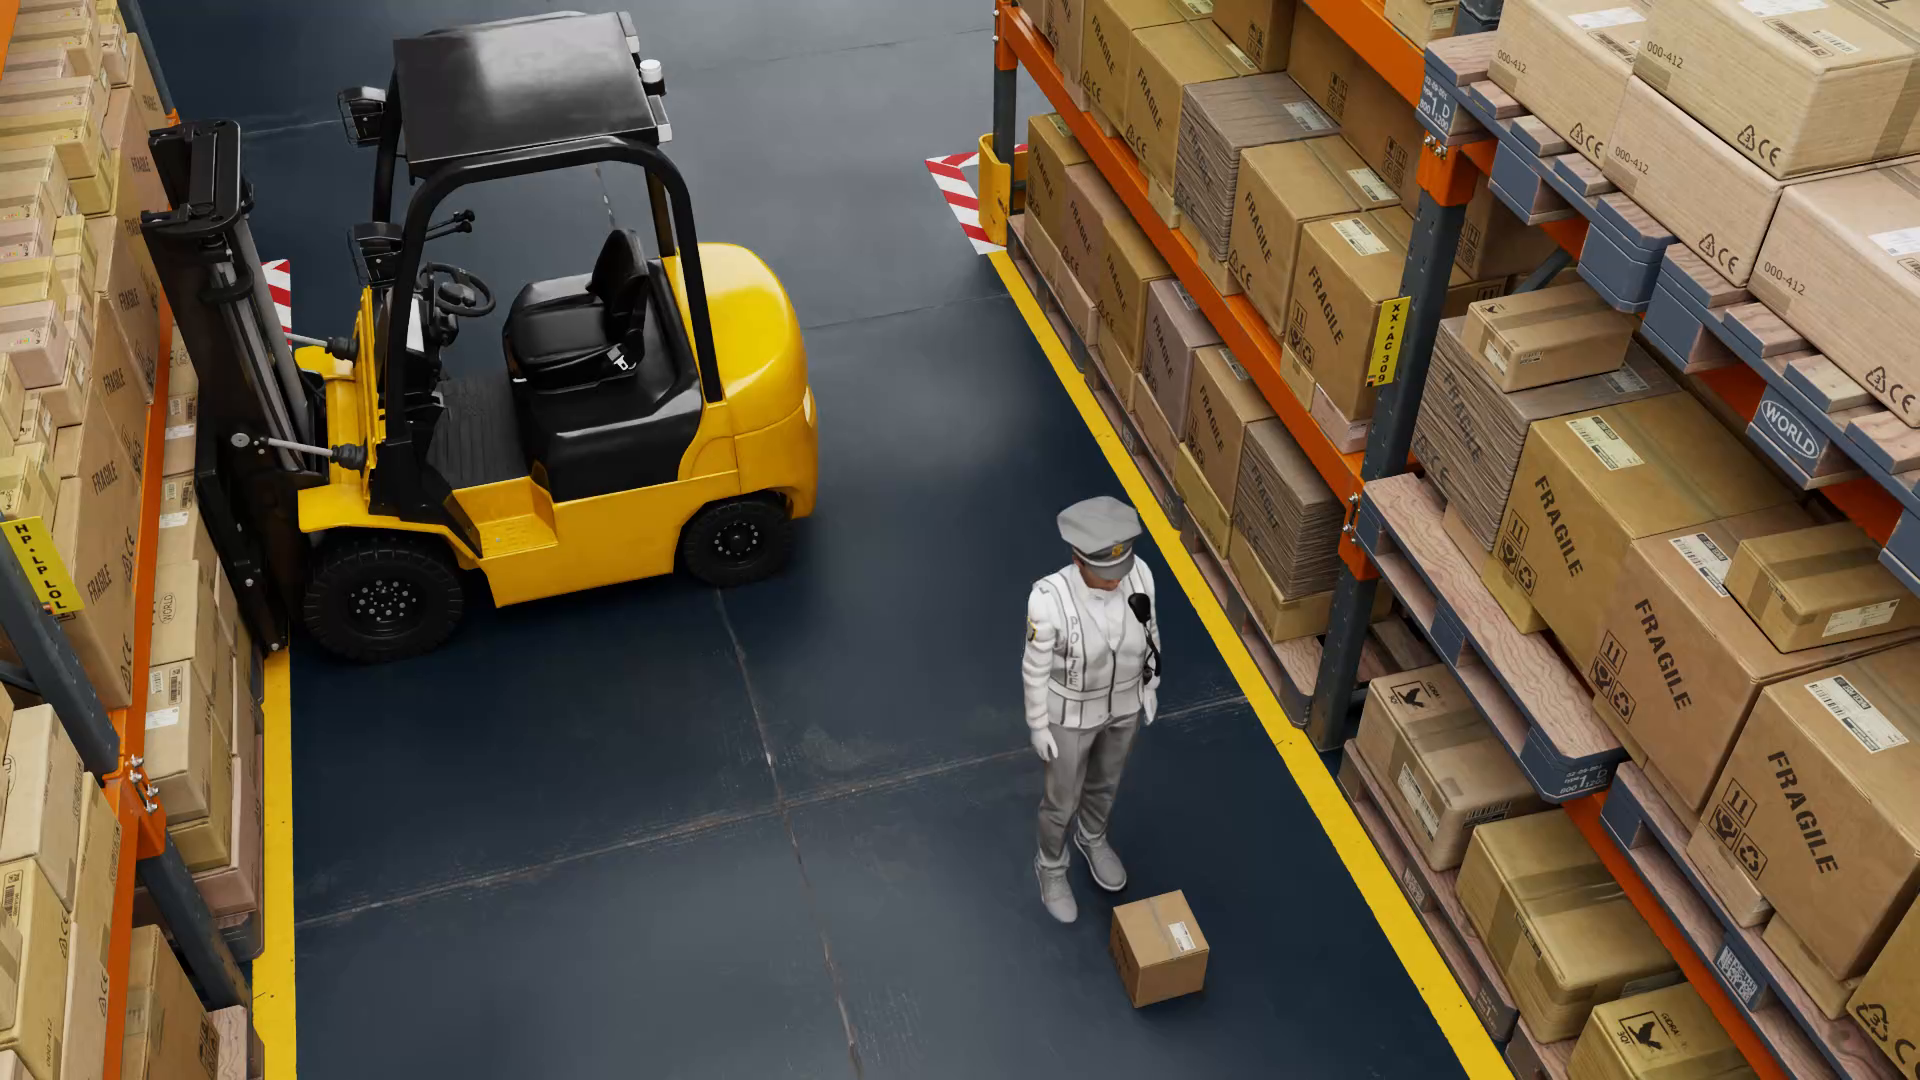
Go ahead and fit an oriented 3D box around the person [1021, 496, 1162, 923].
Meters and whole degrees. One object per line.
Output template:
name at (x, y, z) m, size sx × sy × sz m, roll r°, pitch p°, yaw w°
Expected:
person at (0.463, 0.591, 5.523) m, size 0.500 × 1.719 × 0.387 m, roll -17°, pitch 45°, yaw -17°
